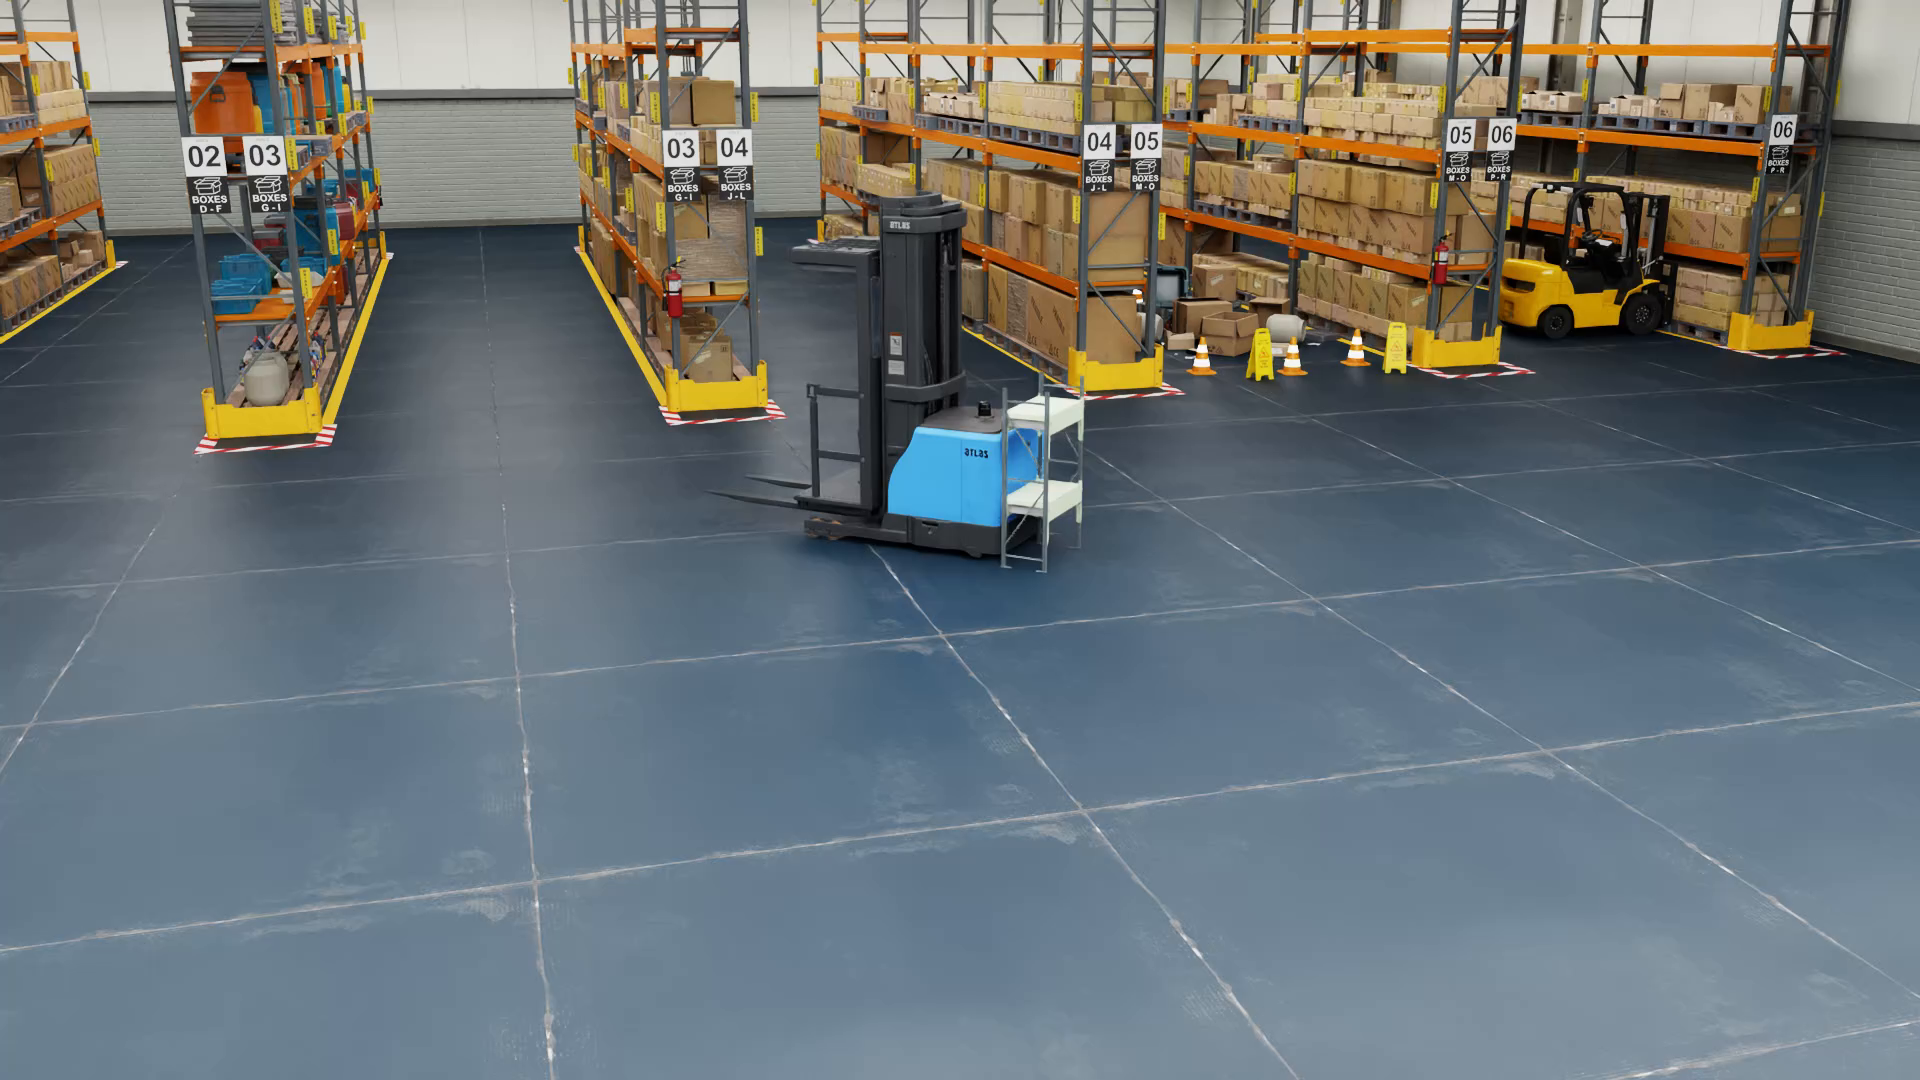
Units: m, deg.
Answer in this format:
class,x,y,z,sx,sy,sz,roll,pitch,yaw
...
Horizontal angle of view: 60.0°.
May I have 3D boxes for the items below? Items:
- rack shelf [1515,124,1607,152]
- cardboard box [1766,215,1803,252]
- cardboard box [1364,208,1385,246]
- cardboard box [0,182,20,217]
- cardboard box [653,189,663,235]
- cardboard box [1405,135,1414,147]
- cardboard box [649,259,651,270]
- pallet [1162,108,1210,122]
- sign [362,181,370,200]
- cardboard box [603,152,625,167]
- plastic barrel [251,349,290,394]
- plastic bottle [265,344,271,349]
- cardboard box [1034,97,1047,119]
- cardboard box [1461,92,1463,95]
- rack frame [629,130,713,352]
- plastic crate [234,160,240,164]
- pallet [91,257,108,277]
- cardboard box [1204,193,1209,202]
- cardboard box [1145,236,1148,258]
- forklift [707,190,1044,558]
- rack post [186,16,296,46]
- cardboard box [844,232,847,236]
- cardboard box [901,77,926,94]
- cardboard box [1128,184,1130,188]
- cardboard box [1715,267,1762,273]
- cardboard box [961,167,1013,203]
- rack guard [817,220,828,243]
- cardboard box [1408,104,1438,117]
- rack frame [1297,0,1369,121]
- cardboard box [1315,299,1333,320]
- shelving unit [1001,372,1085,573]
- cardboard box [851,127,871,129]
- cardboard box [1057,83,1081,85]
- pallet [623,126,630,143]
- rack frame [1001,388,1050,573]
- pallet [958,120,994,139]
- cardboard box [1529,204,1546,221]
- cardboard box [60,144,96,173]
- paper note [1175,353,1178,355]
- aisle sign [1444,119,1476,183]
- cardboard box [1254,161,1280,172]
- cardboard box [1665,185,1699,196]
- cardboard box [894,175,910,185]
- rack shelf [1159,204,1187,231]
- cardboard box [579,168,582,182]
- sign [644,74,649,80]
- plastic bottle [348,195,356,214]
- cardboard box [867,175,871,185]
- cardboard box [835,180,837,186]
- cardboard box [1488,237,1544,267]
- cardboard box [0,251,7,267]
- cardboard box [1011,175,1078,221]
class,x,y,z,sx,sy,sz,roll,pitch,yaw
rack shelf,9.793,-6.930,28.345,1.077,0.370,4.000,-5,17,-15
cardboard box,11.573,-4.385,23.663,0.500,0.500,0.500,-4,17,-13
cardboard box,5.989,-4.381,23.132,0.500,0.500,0.500,-5,17,-16
cardboard box,-15.137,-5.304,25.991,0.700,0.500,0.500,-10,19,-29
cardboard box,-3.389,-3.941,19.929,0.500,0.500,0.500,-5,17,-15
cardboard box,6.163,-5.320,22.172,0.380,0.149,0.250,-4,17,-14
cardboard box,-3.820,-3.561,21.528,0.380,0.149,0.250,-5,17,-15
pallet,4.244,-7.518,29.380,1.213,0.211,1.003,-4,17,-13
sign,-10.388,-6.105,29.080,0.100,0.325,0.005,-5,17,-15
cardboard box,-5.795,-6.482,28.901,0.797,0.503,0.637,-5,17,-15
plastic barrel,-8.012,-1.934,19.272,0.421,0.512,0.421,0,17,0
plastic bottle,-8.740,-2.334,20.985,0.097,0.271,0.097,0,17,0
cardboard box,1.262,-5.513,21.215,0.500,0.250,0.500,-5,17,-16
cardboard box,9.408,-8.213,30.417,0.380,0.149,0.250,-5,18,-17
rack frame,-3.957,-4.108,22.914,1.000,3.000,0.127,-5,17,-15
plastic crate,-8.434,-4.542,19.174,0.392,0.384,0.575,-5,17,-15
pallet,-16.540,-5.068,30.957,1.003,0.211,1.213,-5,17,-15
cardboard box,4.428,-5.893,28.564,0.380,0.149,0.250,-6,18,-19
cardboard box,3.876,-5.873,31.754,0.875,0.875,0.875,-4,17,-14
forklift,-0.797,-1.528,14.444,3.031,2.935,1.130,8,18,25
rack post,-7.705,-5.463,17.865,0.937,0.300,0.954,-3,17,-9
cardboard box,-2.143,-6.246,33.741,0.380,0.149,0.250,-4,17,-12
cardboard box,-0.776,-7.662,28.026,0.396,0.266,0.258,-5,17,-15
cardboard box,3.509,-6.604,31.483,0.500,0.250,0.500,-5,17,-16
cardboard box,11.351,-3.827,24.291,0.500,0.250,0.500,-5,17,-15
cardboard box,0.416,-5.418,25.362,0.700,0.500,0.500,-5,17,-15
rack guard,-2.437,-6.573,35.466,1.175,0.500,0.348,-5,17,-15
cardboard box,6.172,-5.697,22.040,0.380,0.149,0.250,-5,17,-16
rack frame,5.571,-7.765,24.659,1.000,3.000,0.127,-5,17,-15
cardboard box,5.631,-3.444,24.754,0.500,0.250,0.500,-4,17,-12
shelving unit,0.686,-0.568,13.737,0.431,1.500,0.755,8,18,25
cardboard box,-1.954,-8.213,34.153,0.500,0.500,0.500,-5,18,-17
cardboard box,1.526,-6.063,22.355,0.380,0.149,0.250,-5,17,-15
pallet,-4.024,-5.634,23.106,1.213,0.211,1.003,-5,17,-15
rack frame,0.525,-0.474,13.422,0.400,1.500,0.023,8,18,25
pallet,0.540,-6.067,24.553,0.805,0.209,1.217,-5,18,-17
cardboard box,9.809,-5.470,27.710,0.500,0.250,0.500,-5,17,-16
cardboard box,-16.394,-7.070,30.864,0.500,0.500,0.500,-5,17,-16
paper note,2.991,-2.571,22.994,0.032,0.001,0.123,4,17,13
aisle sign,6.409,-4.990,21.331,0.394,0.787,0.004,-5,17,-15
cardboard box,4.928,-5.967,26.554,0.380,0.149,0.250,-5,18,-18
cardboard box,10.714,-5.186,24.683,0.380,0.149,0.250,-4,17,-14
cardboard box,-0.902,-6.113,28.262,0.380,0.149,0.250,-5,17,-16
rack shelf,3.922,-6.206,31.150,1.077,0.370,4.000,-5,17,-15
cardboard box,-7.383,-7.344,33.429,0.500,0.250,0.500,-5,17,-17
sign,-5.637,-8.201,29.881,0.100,0.325,0.005,-5,17,-15
plastic bottle,-10.351,-5.677,28.224,0.144,0.351,0.185,-5,17,-15
cardboard box,-1.476,-6.548,30.227,0.380,0.149,0.250,-5,18,-18
cardboard box,-2.349,-7.349,34.140,0.380,0.149,0.250,-4,17,-13
cardboard box,9.774,-4.915,28.999,0.875,0.625,0.625,-5,18,-18
cardboard box,-15.508,-4.482,26.434,0.500,0.250,0.500,-5,17,-15
cardboard box,1.187,-4.653,22.591,0.875,0.550,0.550,-5,17,-15
